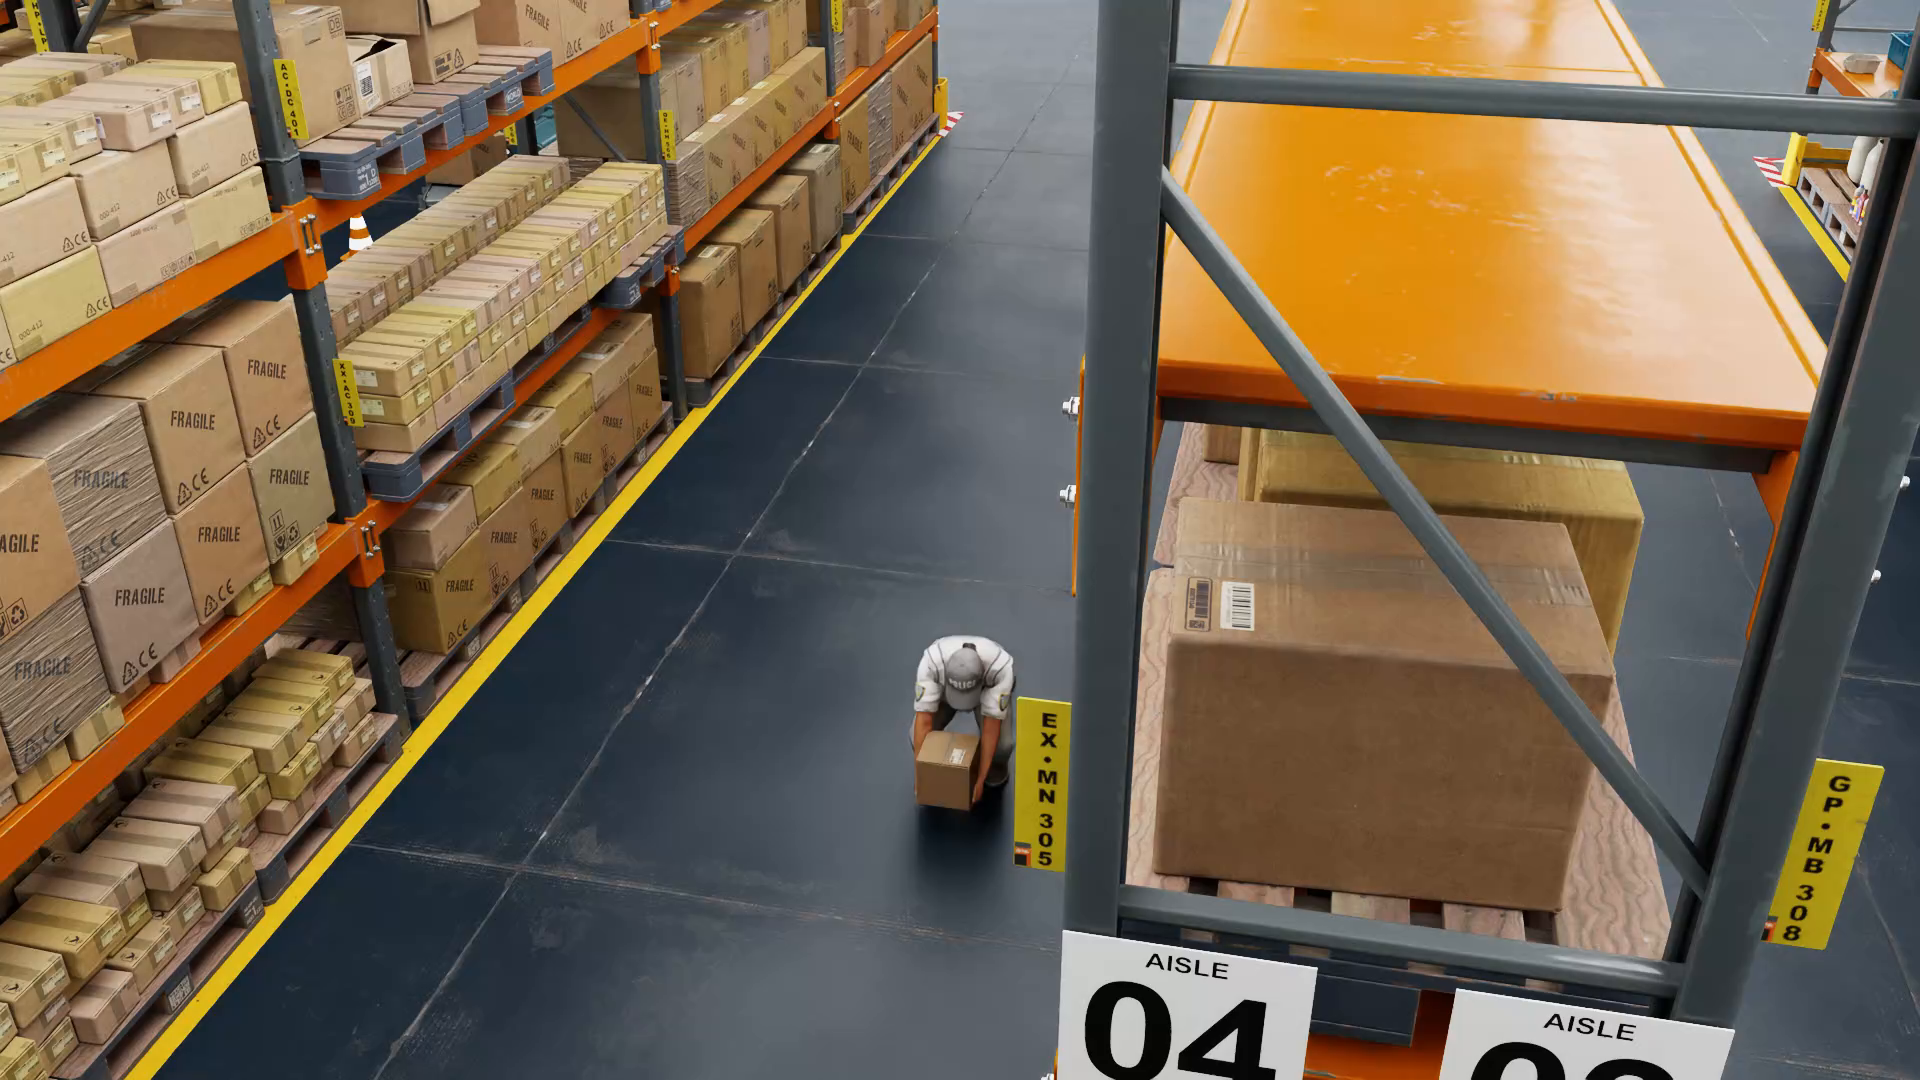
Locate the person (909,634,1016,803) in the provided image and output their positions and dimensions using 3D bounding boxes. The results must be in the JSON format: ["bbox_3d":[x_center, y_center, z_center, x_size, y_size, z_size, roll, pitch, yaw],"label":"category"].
[{"bbox_3d":[0.022,0.783,7.950,0.505,0.950,0.875,4,29,8],"label":"person"}]
